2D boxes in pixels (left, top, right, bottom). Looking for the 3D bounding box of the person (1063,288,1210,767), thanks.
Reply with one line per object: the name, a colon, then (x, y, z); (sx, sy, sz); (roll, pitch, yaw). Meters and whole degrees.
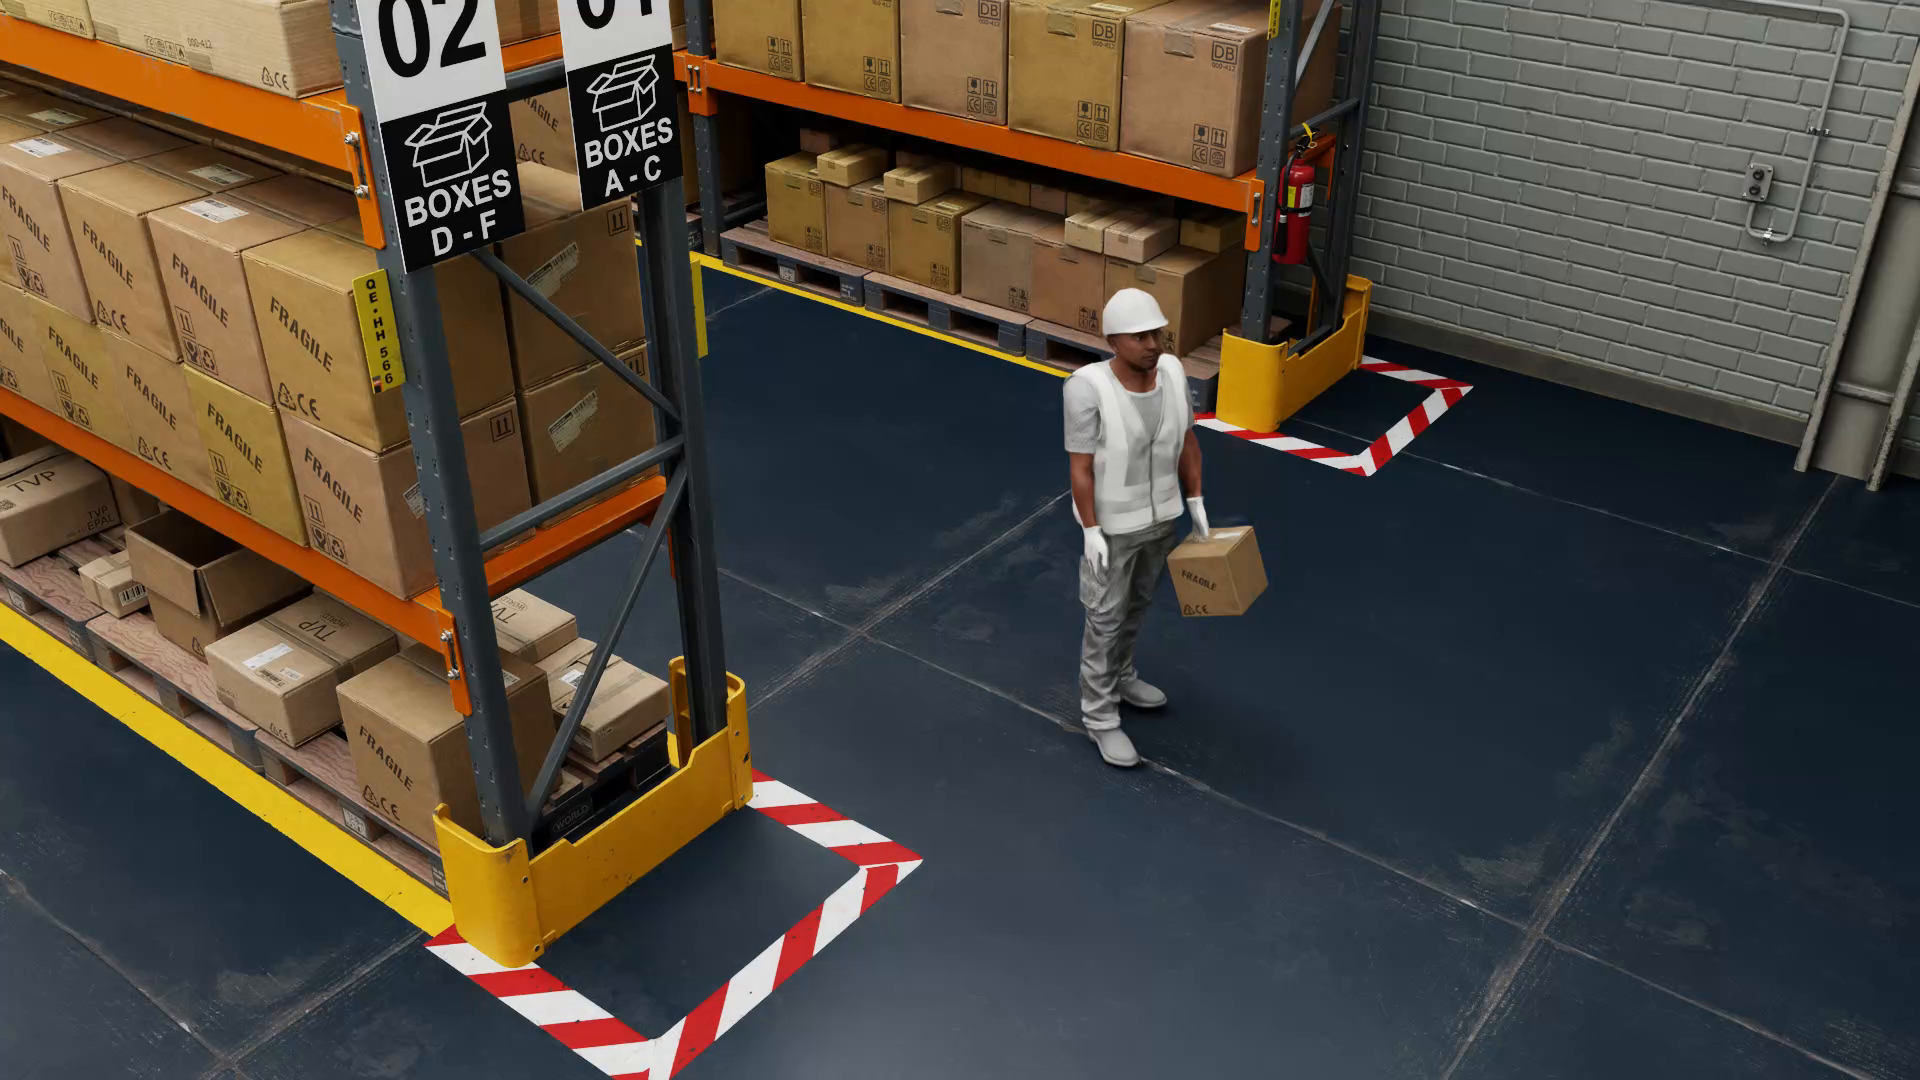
person: (0.675, -0.047, 6.185); (0.582, 1.789, 0.555); (-18, 35, -27)
